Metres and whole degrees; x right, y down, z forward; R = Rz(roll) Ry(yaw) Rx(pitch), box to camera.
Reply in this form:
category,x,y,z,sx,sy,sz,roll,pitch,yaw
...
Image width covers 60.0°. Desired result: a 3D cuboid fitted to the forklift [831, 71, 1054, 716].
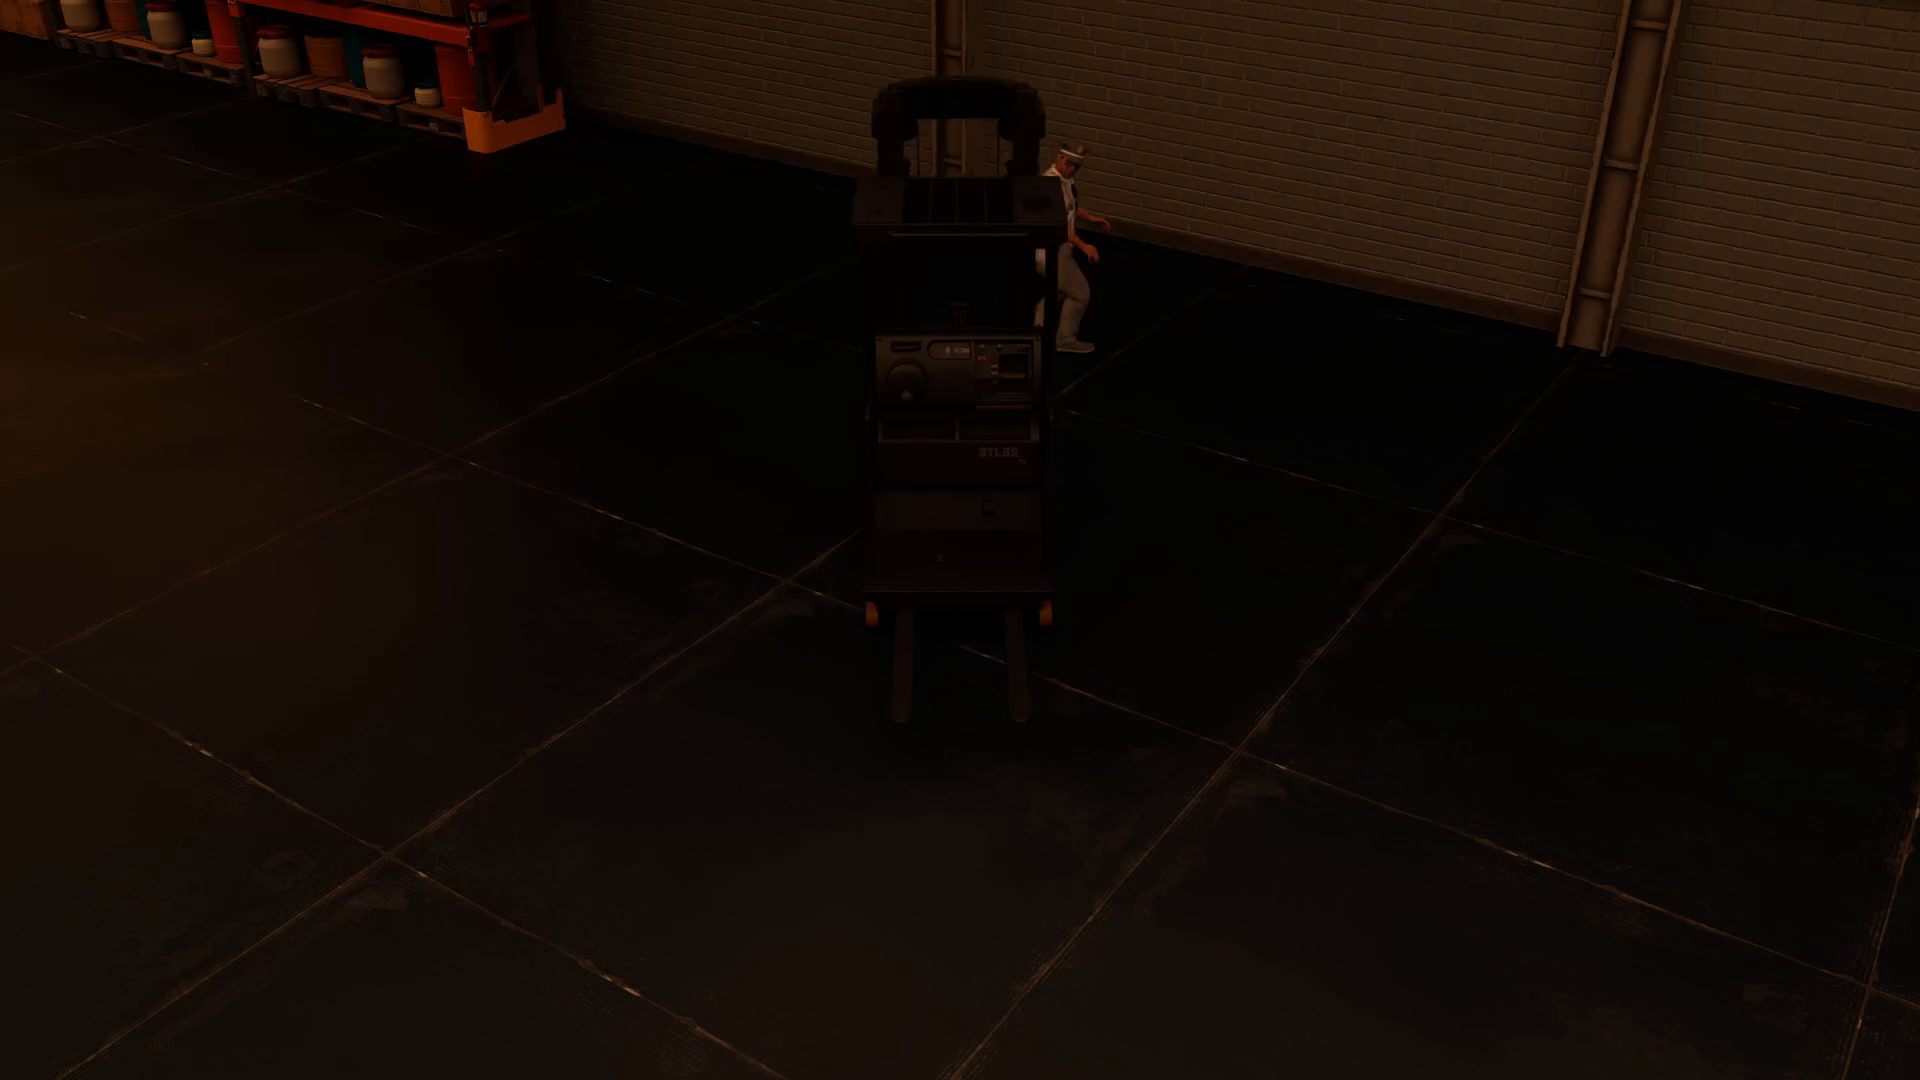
category,x,y,z,sx,sy,sz,roll,pitch,yaw
forklift,-0.067,-0.950,9.217,1.130,2.935,3.031,3,30,5

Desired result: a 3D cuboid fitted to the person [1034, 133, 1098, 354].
category,x,y,z,sx,sy,sz,roll,pitch,yaw
person,0.792,-2.274,12.749,0.573,1.711,0.771,0,30,0
